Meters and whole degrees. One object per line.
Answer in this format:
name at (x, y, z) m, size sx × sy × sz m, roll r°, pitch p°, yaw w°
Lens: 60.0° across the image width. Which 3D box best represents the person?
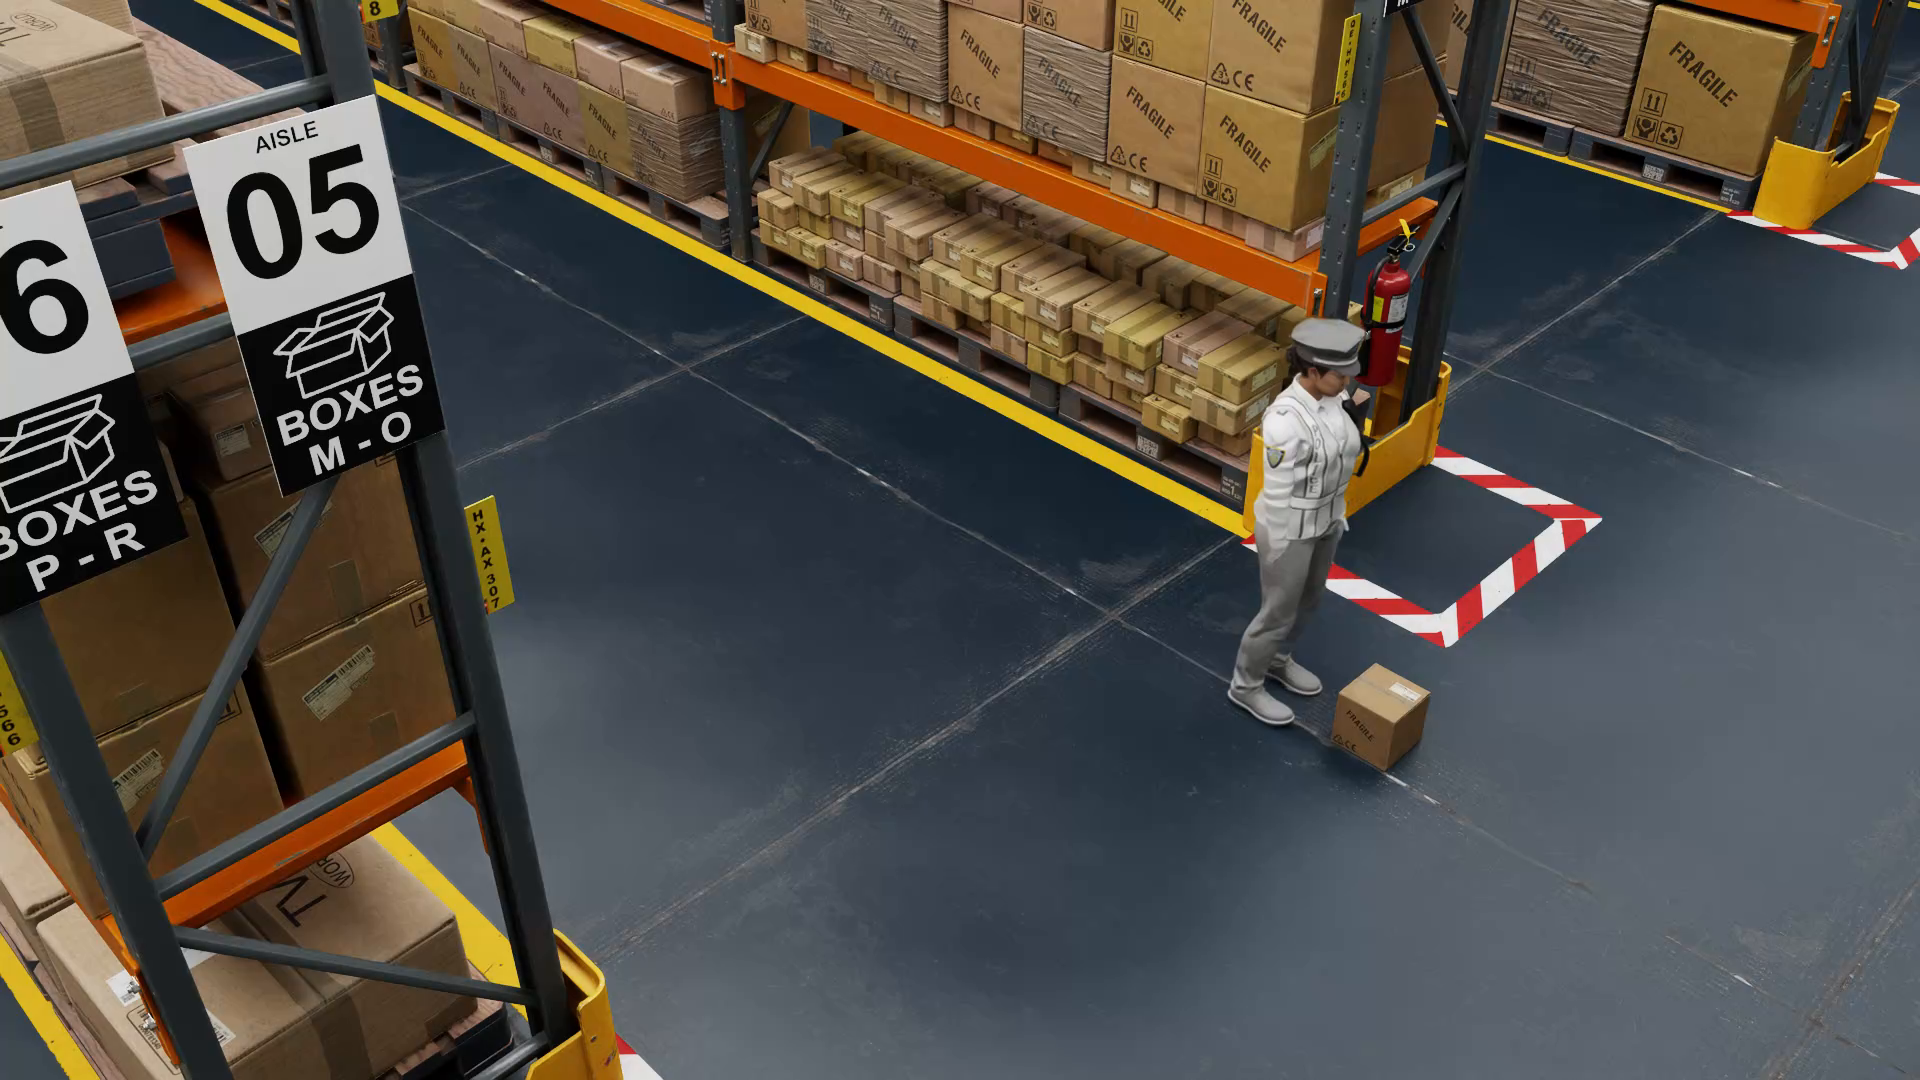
person at (1.286, -0.060, 6.234) m, size 0.328 × 1.662 × 0.469 m, roll 26°, pitch 43°, yaw 32°
